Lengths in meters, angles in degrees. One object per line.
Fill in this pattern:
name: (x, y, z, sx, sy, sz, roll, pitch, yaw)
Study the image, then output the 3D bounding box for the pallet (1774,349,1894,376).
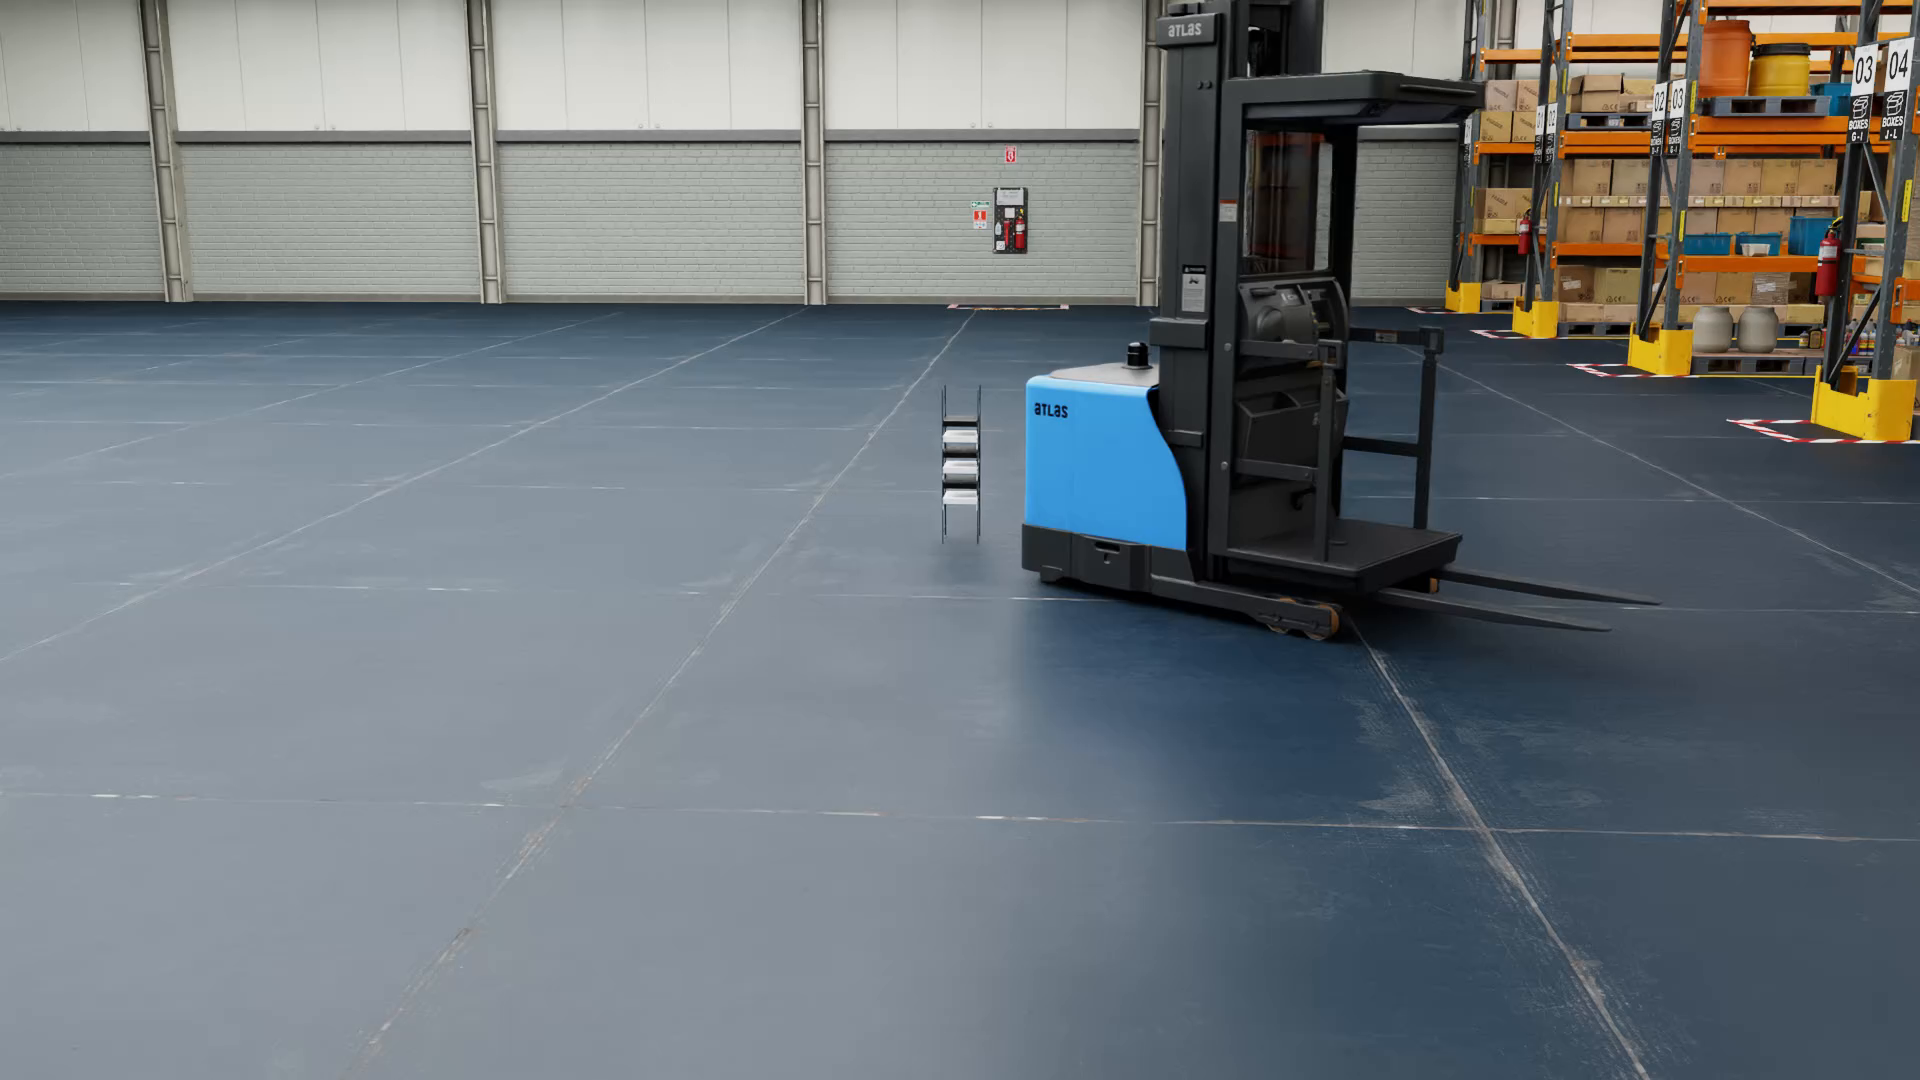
pallet: (10.040, -2.027, 18.940, 1.213, 0.211, 1.003, 1, 12, 4)

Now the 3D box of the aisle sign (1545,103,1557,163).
aisle sign: (8.186, -5.635, 23.031, 0.004, 0.787, 0.394, 1, 12, 4)

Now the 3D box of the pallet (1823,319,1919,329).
pallet: (13.001, -3.002, 23.606, 1.213, 0.211, 1.003, 1, 12, 4)

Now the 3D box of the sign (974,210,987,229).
sign: (0.361, -5.773, 29.954, 0.234, 0.329, 0.001, 1, 12, 4)

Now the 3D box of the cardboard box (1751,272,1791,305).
cardboard box: (11.288, -3.567, 23.353, 0.500, 0.500, 0.500, 1, 12, 4)

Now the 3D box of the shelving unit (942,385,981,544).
shelving unit: (0.008, -0.440, 9.675, 0.210, 0.900, 0.258, 1, 12, 4)

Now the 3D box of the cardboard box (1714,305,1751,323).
cardboard box: (10.788, -3.204, 23.446, 0.500, 0.250, 0.500, 1, 12, 4)

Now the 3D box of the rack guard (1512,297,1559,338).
rack guard: (8.248, -3.201, 23.849, 0.348, 0.500, 1.175, 1, 12, 4)

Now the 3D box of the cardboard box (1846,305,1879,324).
cardboard box: (12.649, -3.173, 23.301, 0.500, 0.250, 0.500, 1, 12, 2)

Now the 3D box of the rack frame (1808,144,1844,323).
rack frame: (12.263, -4.369, 23.330, 0.127, 3.000, 1.000, 1, 12, 4)

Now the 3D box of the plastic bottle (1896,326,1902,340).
plastic bottle: (10.813, -2.330, 19.171, 0.097, 0.271, 0.097, 0, 12, 0)

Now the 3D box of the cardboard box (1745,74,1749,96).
cardboard box: (10.628, -6.211, 23.186, 0.637, 0.503, 0.797, 2, 12, 10)

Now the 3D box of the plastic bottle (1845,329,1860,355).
plastic bottle: (9.950, -2.203, 18.532, 0.133, 0.283, 0.061, 1, 12, 5)

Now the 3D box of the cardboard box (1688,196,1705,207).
cardboard box: (10.183, -4.720, 23.178, 0.250, 0.149, 0.380, 1, 12, 4)

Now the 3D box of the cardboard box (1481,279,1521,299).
cardboard box: (9.284, -4.308, 28.527, 0.500, 0.311, 0.500, -1, 12, -3)

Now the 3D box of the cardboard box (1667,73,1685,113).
cardboard box: (9.911, -6.137, 22.842, 0.500, 0.500, 0.500, 1, 12, 4)

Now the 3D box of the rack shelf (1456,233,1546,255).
rack shelf: (10.595, -5.057, 28.373, 4.000, 0.370, 1.077, 1, 12, 4)

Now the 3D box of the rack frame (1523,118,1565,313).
rack frame: (8.272, -4.424, 23.592, 0.127, 3.000, 1.000, 1, 12, 4)

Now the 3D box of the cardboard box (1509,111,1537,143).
cardboard box: (9.450, -6.893, 27.775, 0.500, 0.500, 0.500, 2, 12, 8)

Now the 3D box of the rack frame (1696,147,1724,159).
rack frame: (12.590, -5.381, 28.169, 0.127, 3.000, 1.000, 1, 12, 4)

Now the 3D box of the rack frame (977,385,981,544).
rack frame: (0.110, -0.439, 9.669, 0.006, 0.900, 0.240, 1, 12, 4)

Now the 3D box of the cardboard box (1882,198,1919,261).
cardboard box: (8.153, -2.582, 13.814, 0.500, 0.500, 0.875, 1, 12, 4)

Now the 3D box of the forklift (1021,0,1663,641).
forklift: (1.764, -1.097, 7.854, 3.031, 2.935, 1.130, 10, 16, 40)

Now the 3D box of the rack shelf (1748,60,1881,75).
rack shelf: (14.586, -7.743, 27.538, 4.000, 0.370, 1.077, 1, 12, 4)

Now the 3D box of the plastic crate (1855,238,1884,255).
plastic crate: (10.593, -3.330, 18.879, 0.662, 0.188, 0.450, 1, 12, 4)

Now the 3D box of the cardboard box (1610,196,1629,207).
cardboard box: (9.162, -4.734, 23.247, 0.250, 0.149, 0.380, 1, 12, 4)

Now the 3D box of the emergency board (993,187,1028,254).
emergency board: (0.906, -5.727, 29.821, 0.643, 1.169, 0.194, 1, 12, 4)

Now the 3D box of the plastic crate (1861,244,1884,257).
plastic crate: (10.291, -3.199, 18.379, 0.437, 0.136, 0.530, 1, 12, 4)

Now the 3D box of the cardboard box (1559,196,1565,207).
cardboard box: (8.666, -4.824, 23.676, 0.250, 0.149, 0.380, 1, 12, 3)

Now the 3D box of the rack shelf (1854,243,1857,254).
rack shelf: (14.259, -3.990, 23.273, 4.000, 0.370, 1.077, 1, 12, 4)

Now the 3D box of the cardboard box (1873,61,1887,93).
cardboard box: (12.876, -6.320, 22.840, 0.500, 0.500, 0.500, 1, 12, 4)

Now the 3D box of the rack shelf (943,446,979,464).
rack shelf: (0.008, -0.496, 9.664, 0.200, 0.077, 0.258, 1, 12, 4)

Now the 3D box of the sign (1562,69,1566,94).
sign: (8.229, -6.246, 22.646, 0.005, 0.325, 0.100, 1, 12, 4)

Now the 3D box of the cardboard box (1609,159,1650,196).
cardboard box: (9.315, -5.092, 23.373, 0.500, 0.500, 0.700, 0, 12, 2)

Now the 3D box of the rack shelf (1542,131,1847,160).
rack shelf: (10.268, -5.513, 23.228, 4.000, 0.370, 1.077, 1, 12, 4)

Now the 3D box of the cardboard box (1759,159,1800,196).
cardboard box: (11.316, -5.065, 23.242, 0.500, 0.500, 0.700, 1, 12, 4)

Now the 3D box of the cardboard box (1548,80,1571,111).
cardboard box: (9.977, -7.376, 27.641, 0.500, 0.500, 0.500, 1, 12, 5)

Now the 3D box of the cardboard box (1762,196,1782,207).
cardboard box: (11.207, -4.706, 23.111, 0.250, 0.149, 0.380, 1, 12, 4)

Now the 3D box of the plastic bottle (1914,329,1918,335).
plastic bottle: (10.734, -2.222, 18.622, 0.133, 0.283, 0.061, 1, 12, 4)

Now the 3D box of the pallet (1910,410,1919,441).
pallet: (8.490, -1.016, 14.110, 1.213, 0.211, 1.003, 1, 12, 4)

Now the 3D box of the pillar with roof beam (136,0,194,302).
pillar with roof beam: (-14.879, -7.989, 25.980, 0.400, 9.000, 9.100, 1, 12, 4)

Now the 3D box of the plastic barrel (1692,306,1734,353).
plastic barrel: (8.599, -2.407, 18.998, 0.421, 0.512, 0.421, 0, 12, 0)

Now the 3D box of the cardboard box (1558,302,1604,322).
cardboard box: (8.792, -3.231, 23.578, 0.500, 0.250, 0.500, 1, 12, 4)

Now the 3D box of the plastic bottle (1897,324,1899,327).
plastic bottle: (10.800, -2.353, 19.248, 0.133, 0.283, 0.061, 1, 12, 6)

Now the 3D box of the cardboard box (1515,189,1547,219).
cardboard box: (9.548, -5.663, 28.000, 0.500, 0.500, 0.500, 1, 12, 4)

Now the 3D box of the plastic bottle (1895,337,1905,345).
plastic bottle: (10.471, -2.159, 18.524, 0.097, 0.201, 0.097, 0, 12, 0)

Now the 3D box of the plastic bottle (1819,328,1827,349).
plastic bottle: (10.049, -2.350, 19.253, 0.135, 0.276, 0.152, 1, 12, 4)

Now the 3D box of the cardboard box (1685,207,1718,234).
cardboard box: (10.282, -4.443, 23.440, 0.500, 0.500, 0.700, 1, 12, 5)

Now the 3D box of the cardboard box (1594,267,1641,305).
cardboard box: (9.291, -3.592, 23.471, 0.500, 0.500, 0.500, 1, 12, 4)

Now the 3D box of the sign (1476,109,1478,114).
sign: (8.563, -7.221, 27.504, 0.005, 0.325, 0.100, 1, 12, 4)

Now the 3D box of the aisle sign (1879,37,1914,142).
aisle sign: (7.524, -3.612, 13.362, 0.004, 0.787, 0.394, 1, 12, 4)

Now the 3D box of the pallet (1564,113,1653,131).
pallet: (8.976, -5.834, 23.222, 1.213, 0.211, 1.003, 1, 12, 4)

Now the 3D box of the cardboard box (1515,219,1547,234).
cardboard box: (9.584, -5.297, 28.081, 0.500, 0.250, 0.500, 0, 12, 2)
